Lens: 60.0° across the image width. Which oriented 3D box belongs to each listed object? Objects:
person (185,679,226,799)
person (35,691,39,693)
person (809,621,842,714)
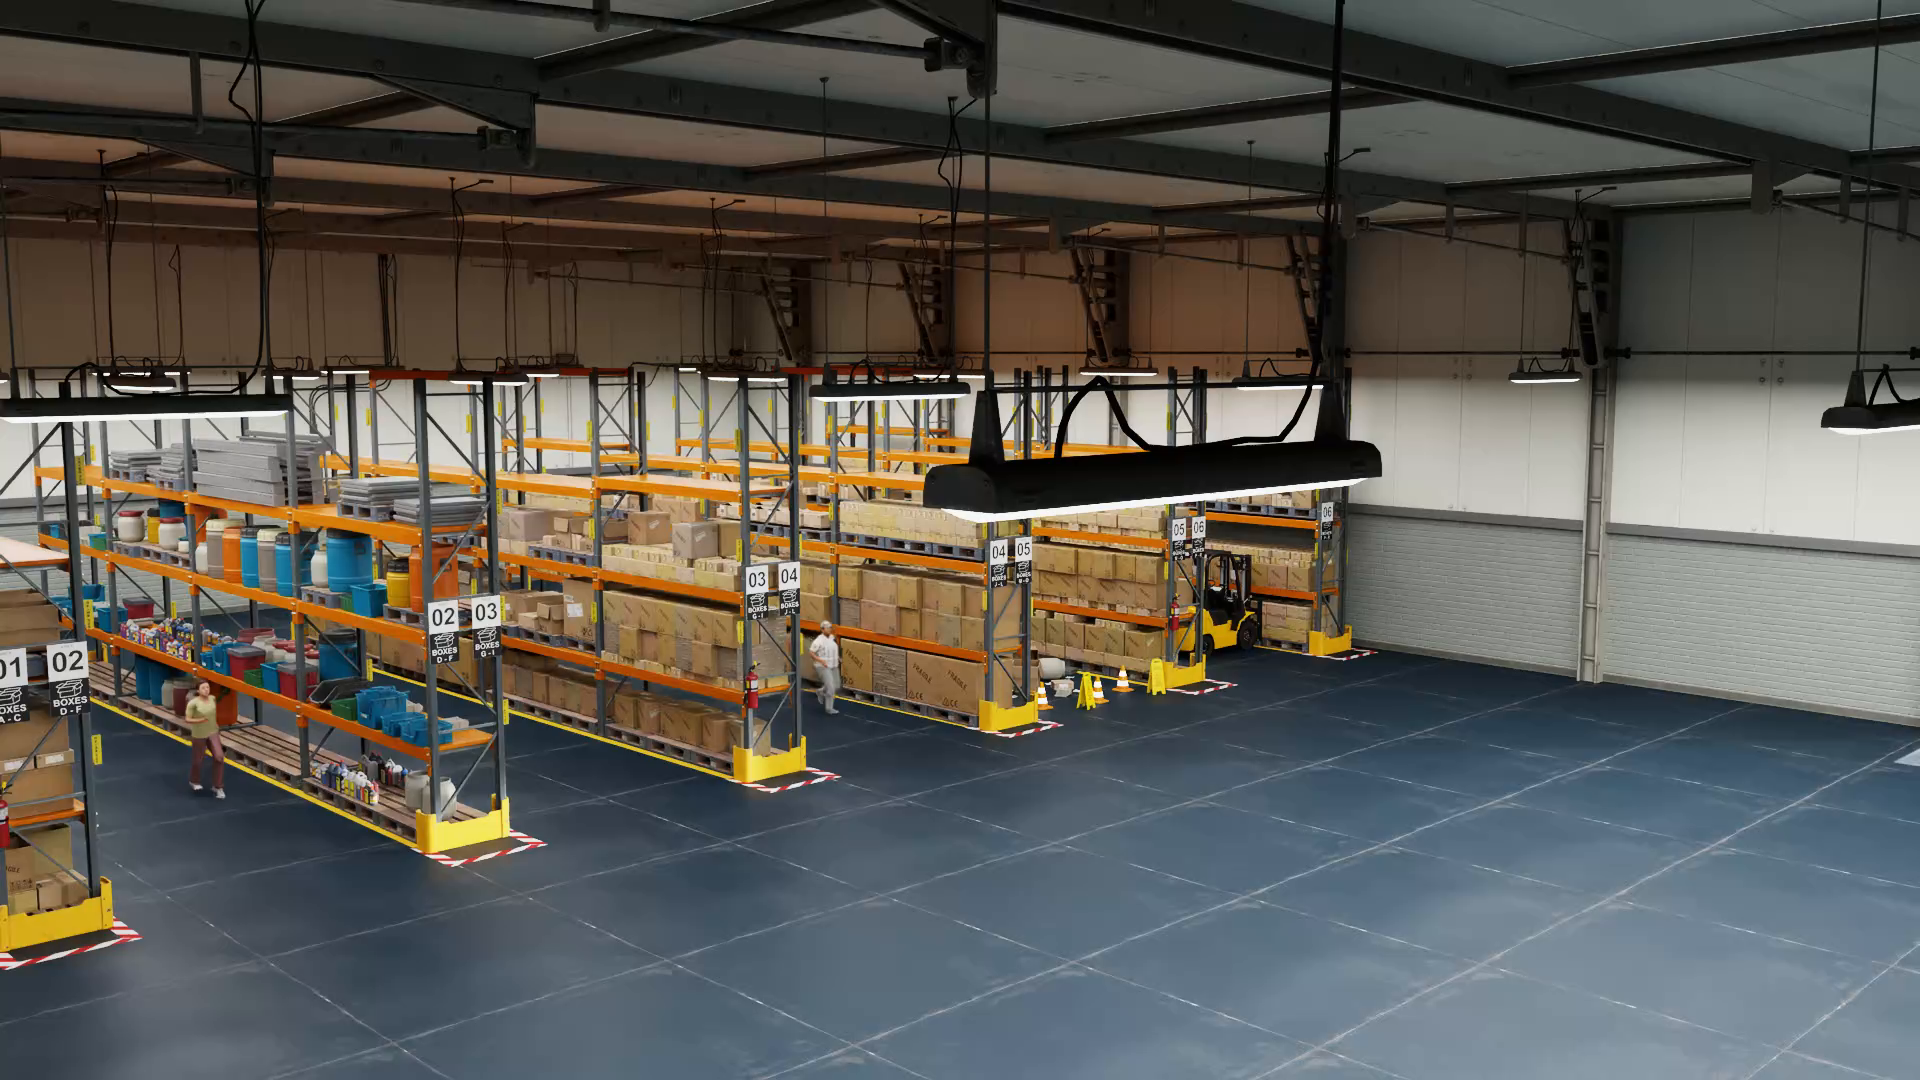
[{"bbox_3d":[-10.807,2.824,23.751,0.524,1.713,0.804,-6,9,-45],"label":"person"},{"bbox_3d":[-15.012,2.445,26.676,0.949,1.726,0.657,4,8,34],"label":"person"},{"bbox_3d":[-2.374,2.227,29.267,0.652,1.619,0.611,5,8,40],"label":"person"}]
